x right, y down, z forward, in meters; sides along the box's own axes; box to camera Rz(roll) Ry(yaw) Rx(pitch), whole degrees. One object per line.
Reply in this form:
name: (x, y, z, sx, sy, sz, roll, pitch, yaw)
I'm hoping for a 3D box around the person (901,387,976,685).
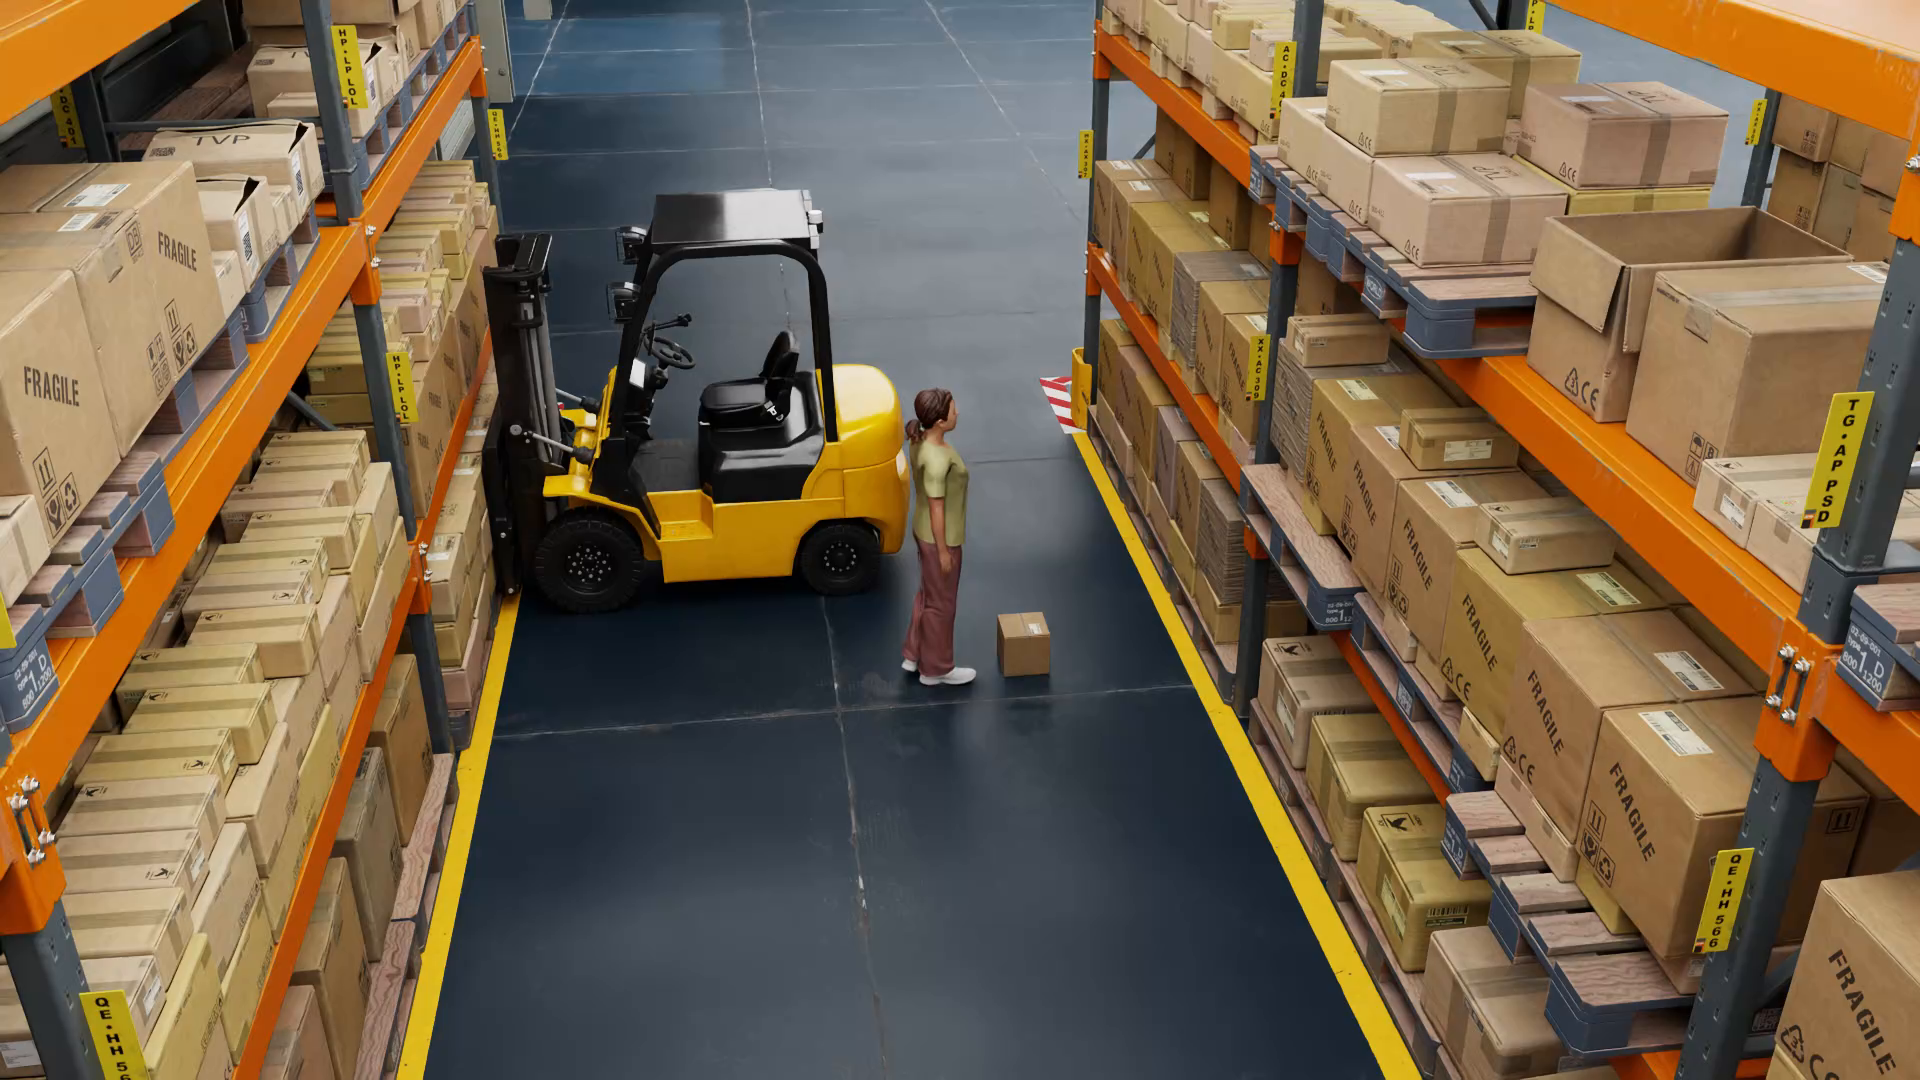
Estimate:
person: (-0.122, -0.011, 8.648, 0.378, 1.690, 0.465, -7, 28, -13)
